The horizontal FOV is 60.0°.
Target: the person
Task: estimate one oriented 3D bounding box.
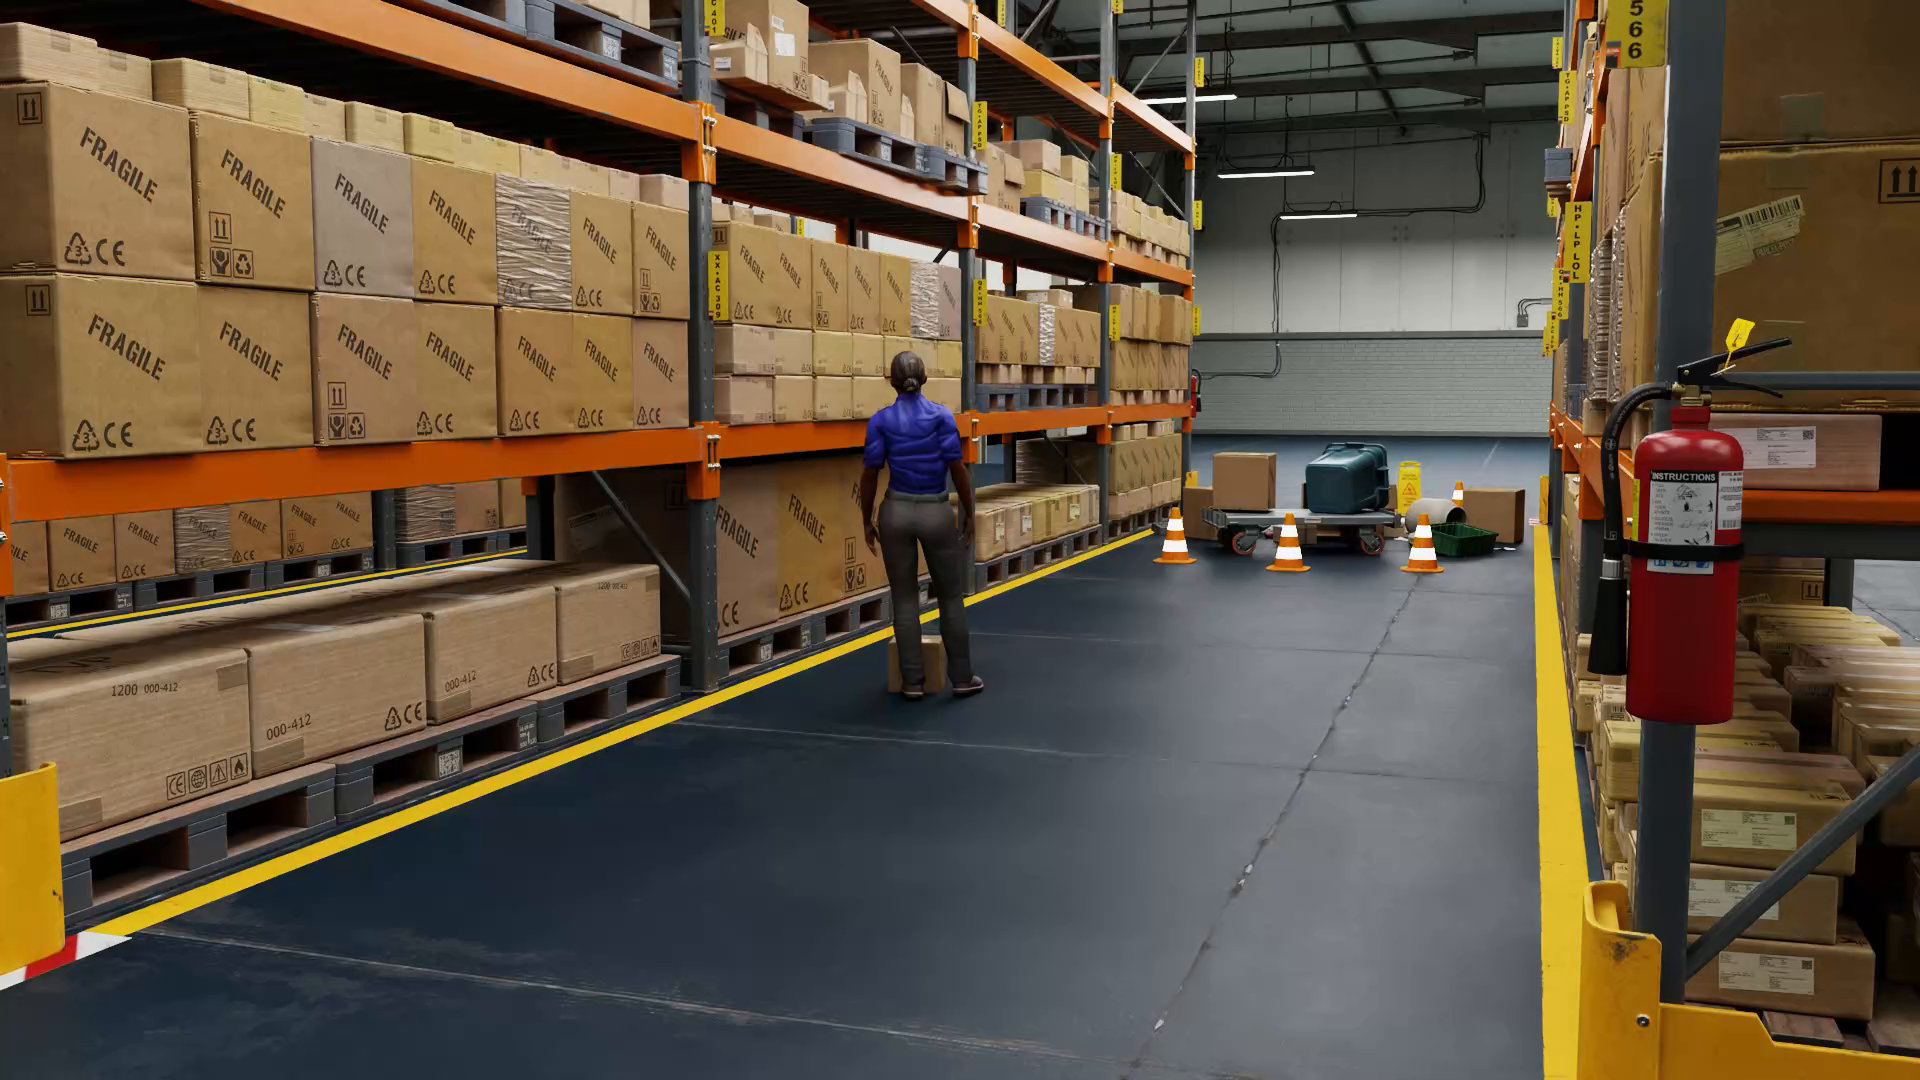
[{"bbox_3d":[-0.181,-0.074,7.984,0.567,1.654,0.504,0,5,5],"label":"person"}]
